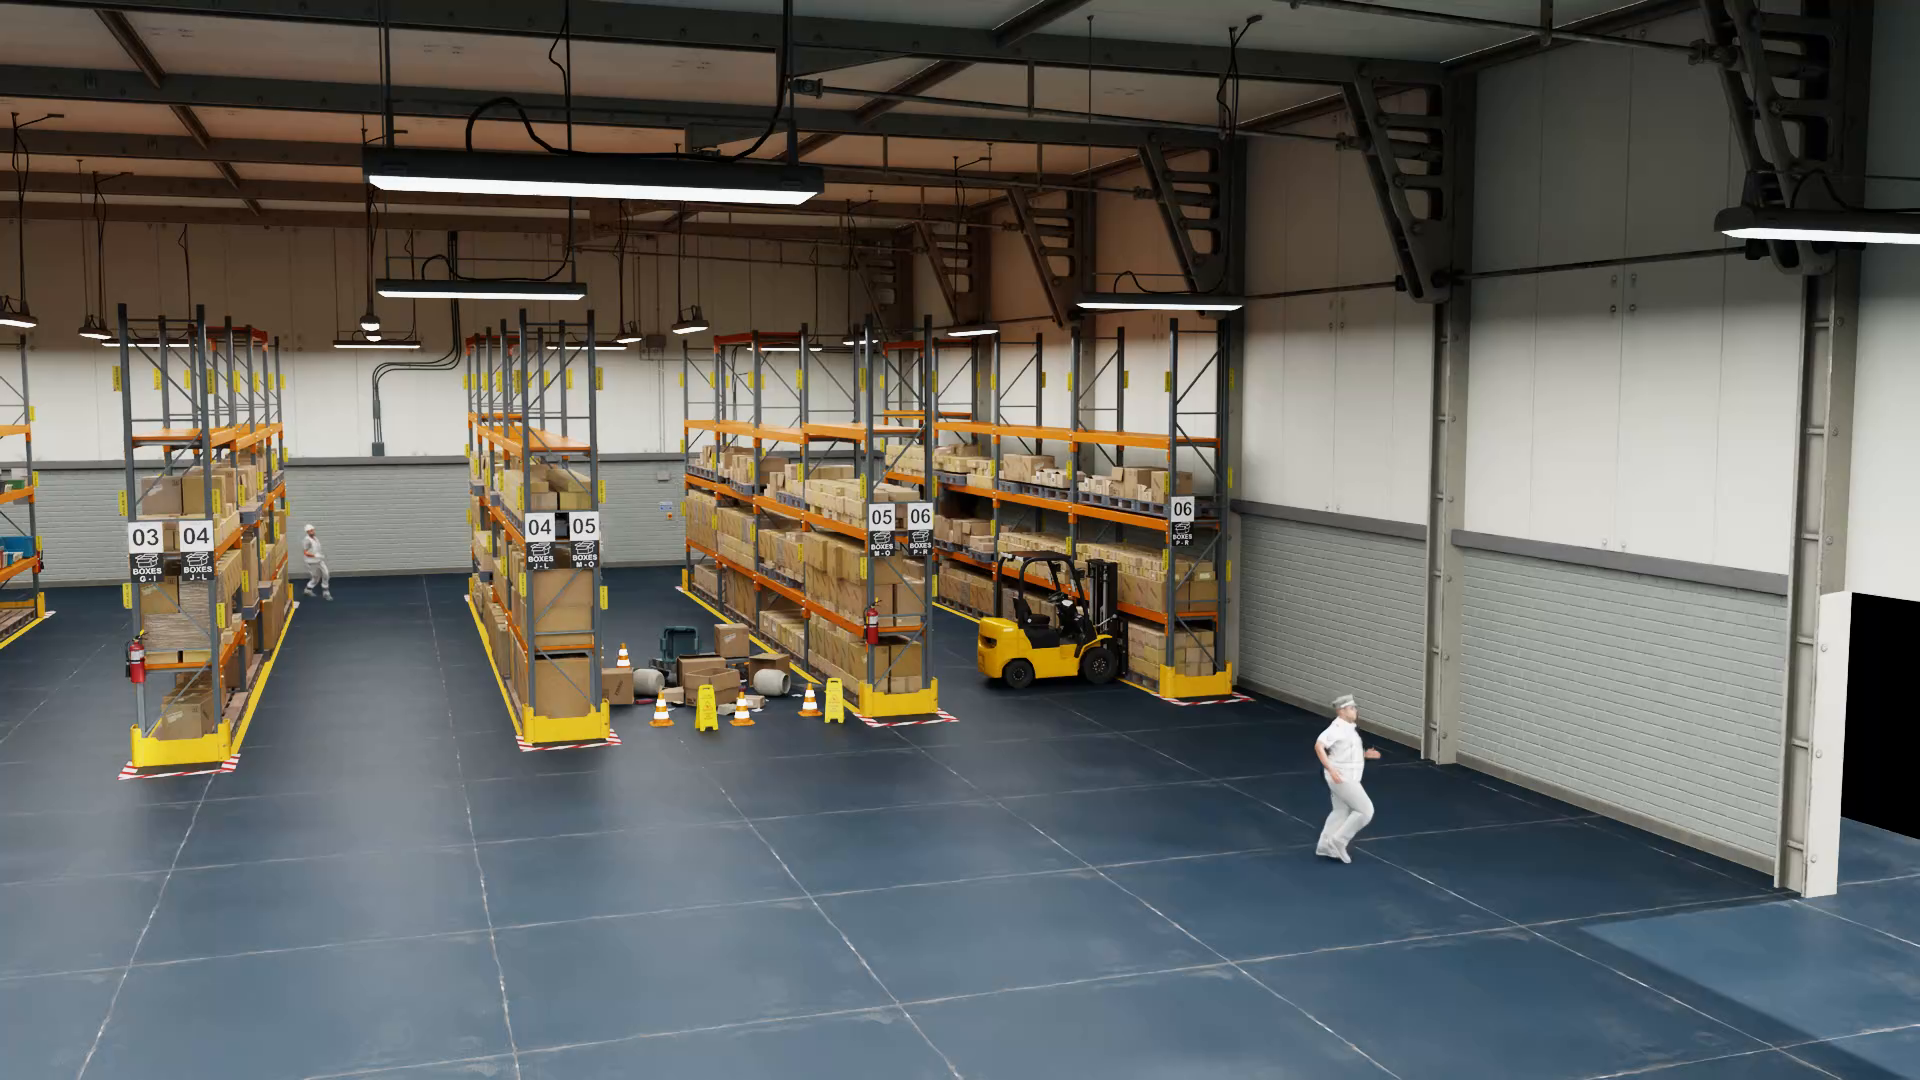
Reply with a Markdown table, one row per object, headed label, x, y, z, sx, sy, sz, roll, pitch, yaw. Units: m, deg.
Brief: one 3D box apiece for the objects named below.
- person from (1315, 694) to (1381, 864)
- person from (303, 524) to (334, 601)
| label | x | y | z | sx | sy | sz | roll | pitch | yaw |
| --- | --- | --- | --- | --- | --- | --- | --- | --- | --- |
| person | 4.048 | 2.483 | 17.337 | 0.653 | 1.773 | 0.652 | 2 | 6 | 17 |
| person | -14.791 | 0.524 | 38.030 | 0.767 | 1.776 | 0.659 | 1 | 6 | 11 |
